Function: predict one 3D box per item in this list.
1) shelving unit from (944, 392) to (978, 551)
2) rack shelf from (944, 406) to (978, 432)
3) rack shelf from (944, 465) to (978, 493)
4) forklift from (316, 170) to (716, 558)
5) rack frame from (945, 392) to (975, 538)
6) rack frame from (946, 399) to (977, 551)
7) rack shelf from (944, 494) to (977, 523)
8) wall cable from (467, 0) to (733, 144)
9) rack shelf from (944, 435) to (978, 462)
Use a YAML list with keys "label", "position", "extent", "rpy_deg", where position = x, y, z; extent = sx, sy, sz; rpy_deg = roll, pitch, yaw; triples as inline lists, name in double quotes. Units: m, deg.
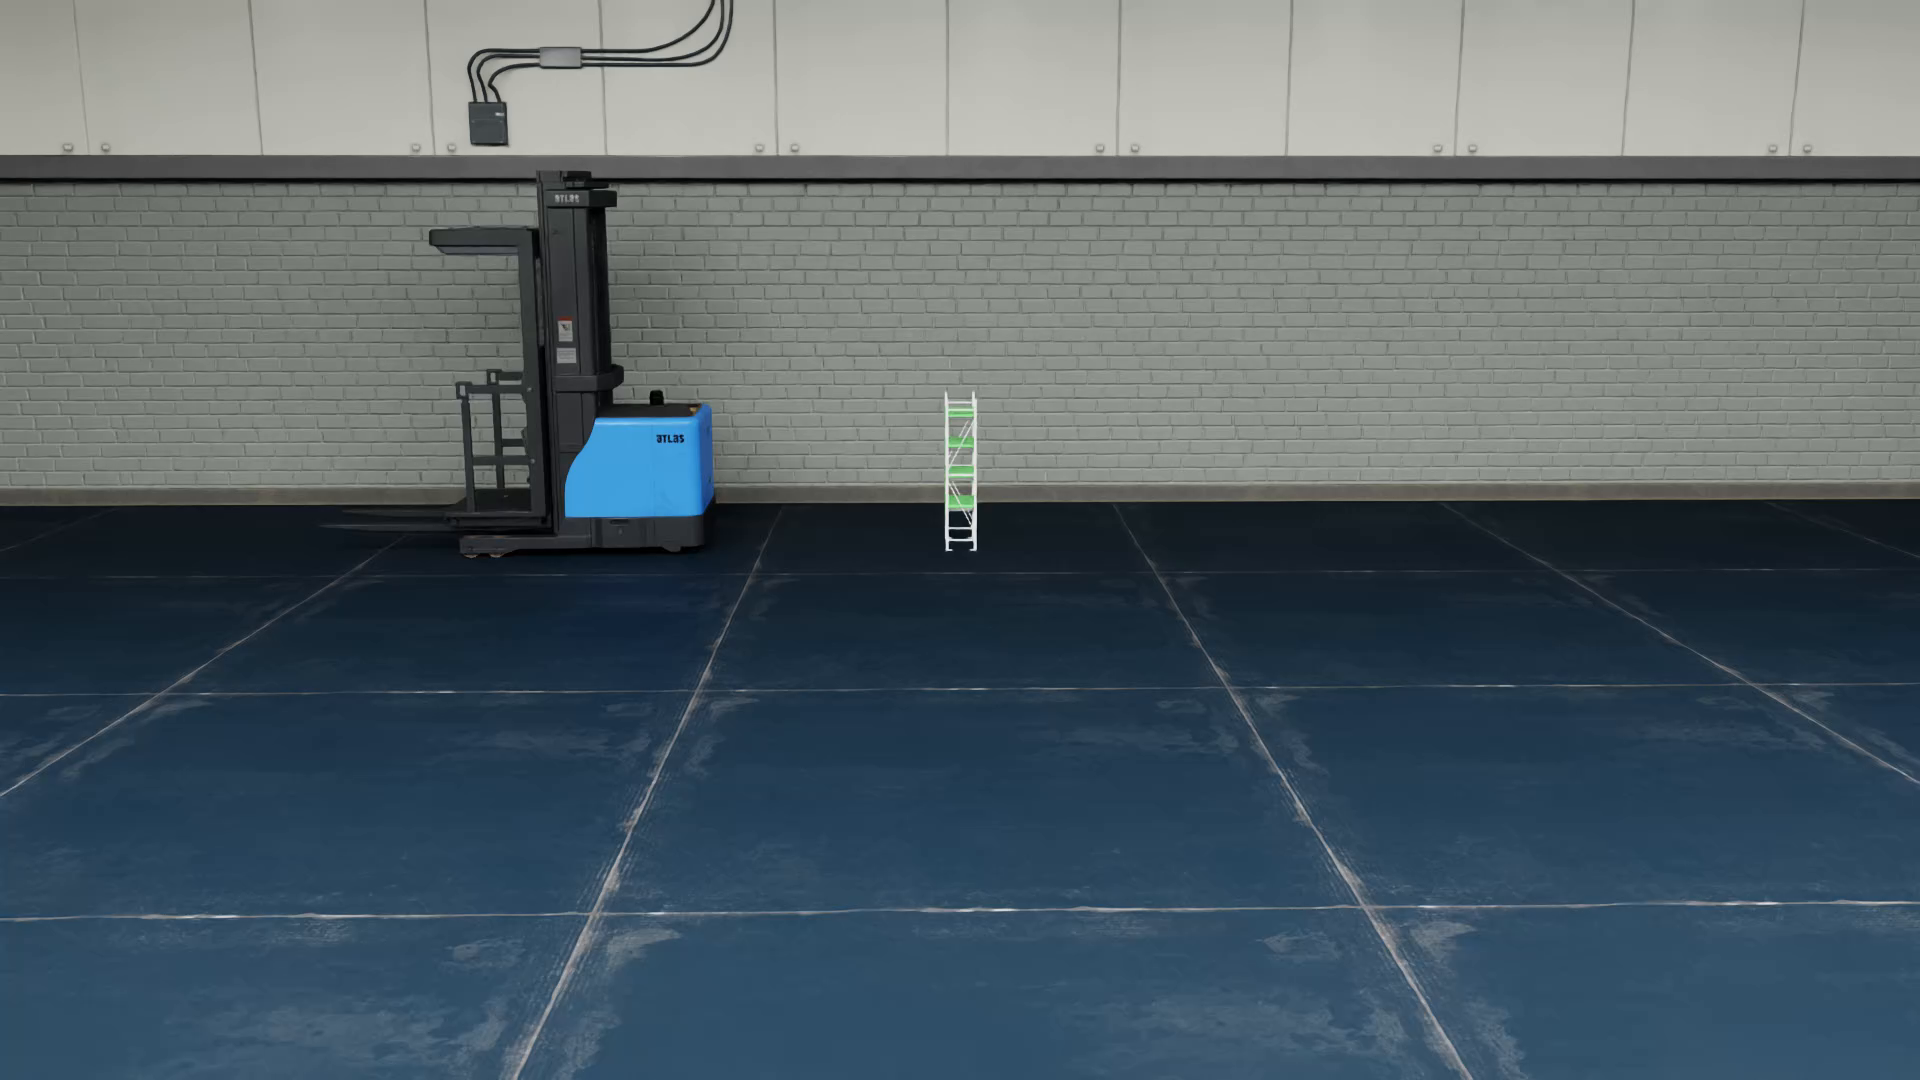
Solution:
- label: "shelving unit"
  position: [0.003, -0.555, 13.278]
  extent: [0.258, 1.200, 0.503]
  rpy_deg: [0, 11, -1]
- label: "rack shelf"
  position: [0.003, -0.963, 13.195]
  extent: [0.258, 0.148, 0.480]
  rpy_deg: [0, 11, -1]
- label: "rack shelf"
  position: [0.003, -0.492, 13.290]
  extent: [0.258, 0.148, 0.480]
  rpy_deg: [0, 11, -1]
- label: "forklift"
  position: [-3.528, -1.407, 13.123]
  extent: [3.031, 2.935, 1.130]
  rpy_deg: [0, 11, -2]
- label: "rack frame"
  position: [-0.002, -0.604, 13.517]
  extent: [0.240, 1.200, 0.015]
  rpy_deg: [0, 11, -1]
- label: "rack frame"
  position: [0.008, -0.507, 13.039]
  extent: [0.240, 1.200, 0.015]
  rpy_deg: [0, 11, -1]
- label: "rack shelf"
  position: [0.003, -0.257, 13.338]
  extent: [0.258, 0.148, 0.480]
  rpy_deg: [0, 11, -1]
- label: "wall cable"
  position: [-3.105, -6.400, 13.918]
  extent: [2.305, 6.003, 0.169]
  rpy_deg: [0, 11, -1]
- label: "rack shelf"
  position: [0.003, -0.728, 13.243]
  extent: [0.258, 0.148, 0.480]
  rpy_deg: [0, 11, -1]
